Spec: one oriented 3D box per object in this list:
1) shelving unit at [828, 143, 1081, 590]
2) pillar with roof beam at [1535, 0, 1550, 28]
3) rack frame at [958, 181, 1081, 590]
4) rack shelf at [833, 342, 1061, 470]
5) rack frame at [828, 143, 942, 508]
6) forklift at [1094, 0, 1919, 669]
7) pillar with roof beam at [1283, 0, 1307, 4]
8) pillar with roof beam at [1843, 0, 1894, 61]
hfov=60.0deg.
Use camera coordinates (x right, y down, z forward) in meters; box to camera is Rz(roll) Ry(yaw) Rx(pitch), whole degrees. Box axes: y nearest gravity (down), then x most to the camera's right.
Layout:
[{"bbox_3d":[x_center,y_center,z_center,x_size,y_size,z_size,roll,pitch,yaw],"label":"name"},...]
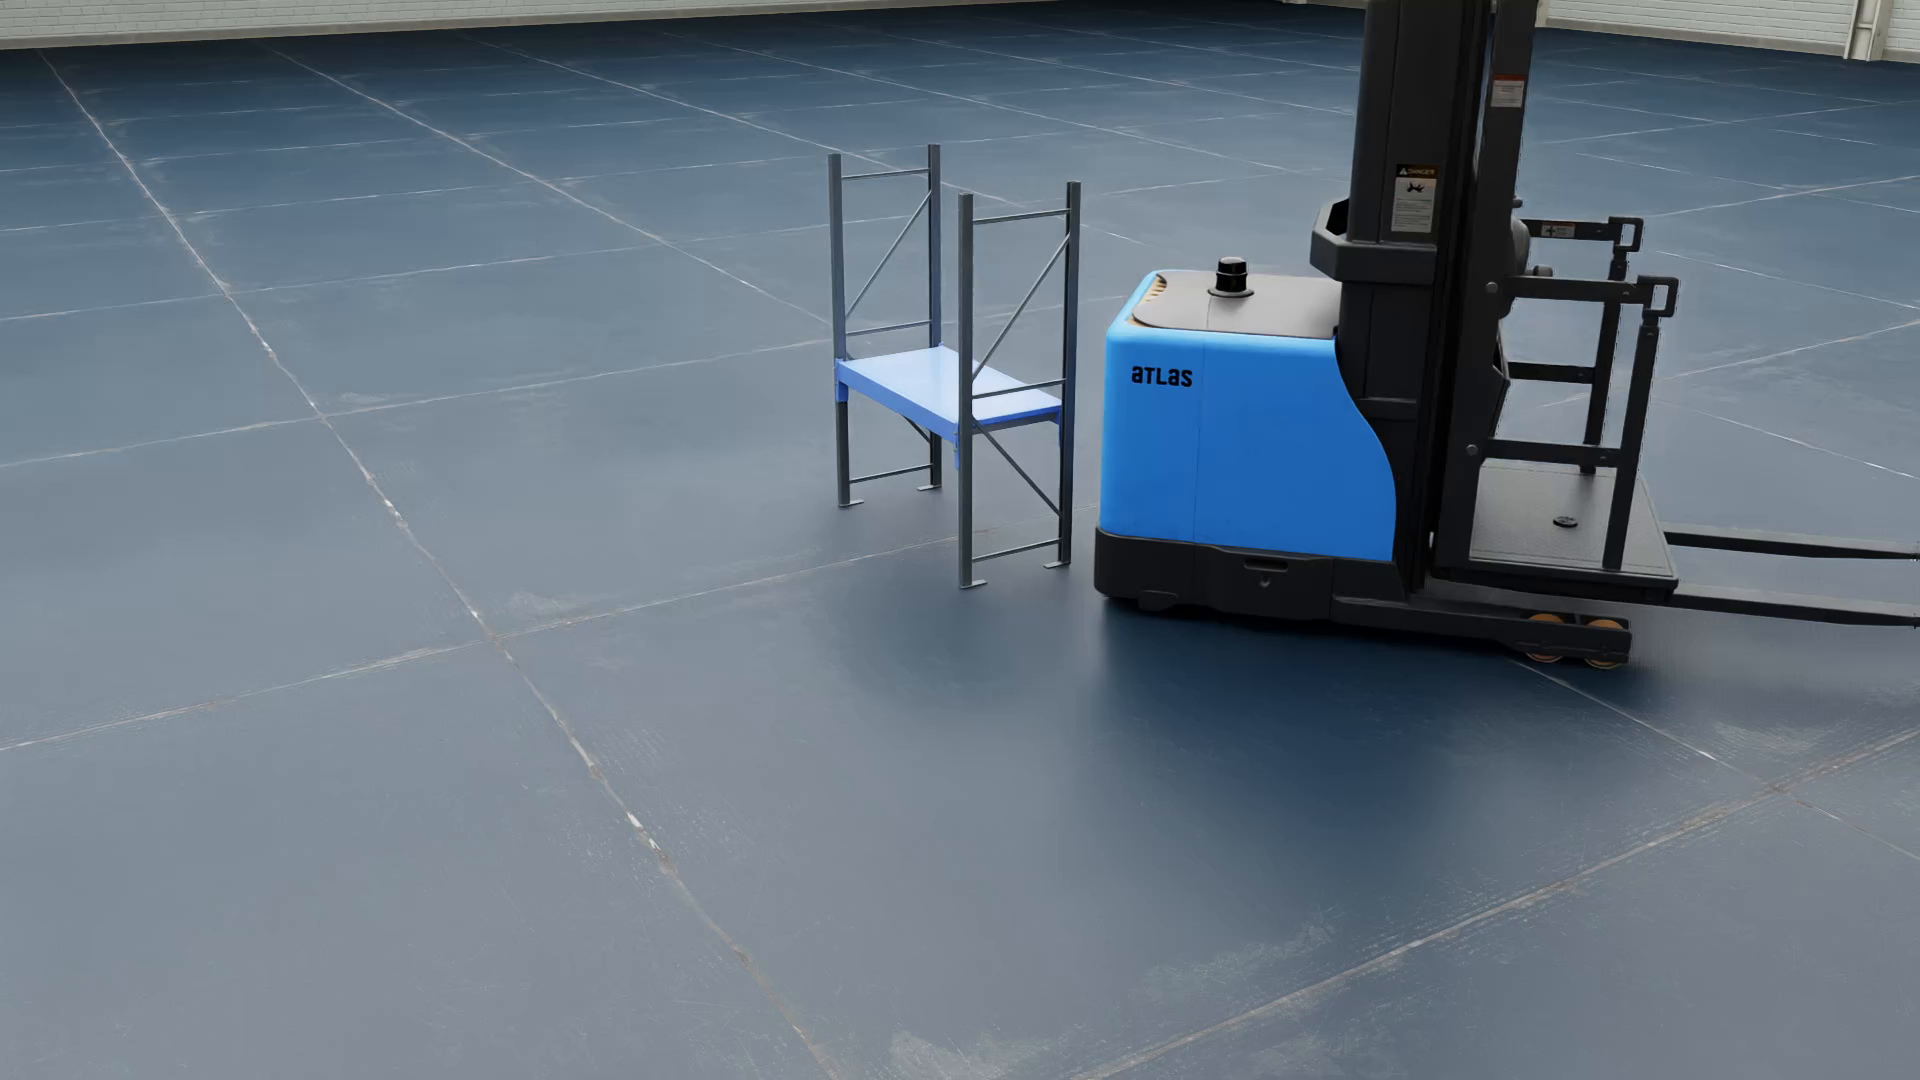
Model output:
[{"bbox_3d":[-0.044,-0.722,6.597,0.538,1.500,1.048,-13,25,-28],"label":"shelving unit"},{"bbox_3d":[6.047,-12.109,24.651,9.100,9.000,0.400,-13,25,-28],"label":"pillar with roof beam"},{"bbox_3d":[0.216,-0.558,6.192,0.500,1.500,0.032,-13,25,-28],"label":"rack frame"},{"bbox_3d":[-0.044,-0.556,6.665,0.538,0.185,1.000,-13,25,-28],"label":"rack shelf"},{"bbox_3d":[-0.303,-0.887,7.002,0.500,1.500,0.032,-13,25,-28],"label":"rack frame"},{"bbox_3d":[2.073,-1.136,5.713,3.031,2.935,1.130,6,23,14],"label":"forklift"},{"bbox_3d":[2.982,-14.051,29.430,9.100,9.000,0.400,-13,25,-28],"label":"pillar with roof beam"},{"bbox_3d":[9.112,-10.166,19.873,9.100,9.000,0.400,-13,25,-28],"label":"pillar with roof beam"}]
